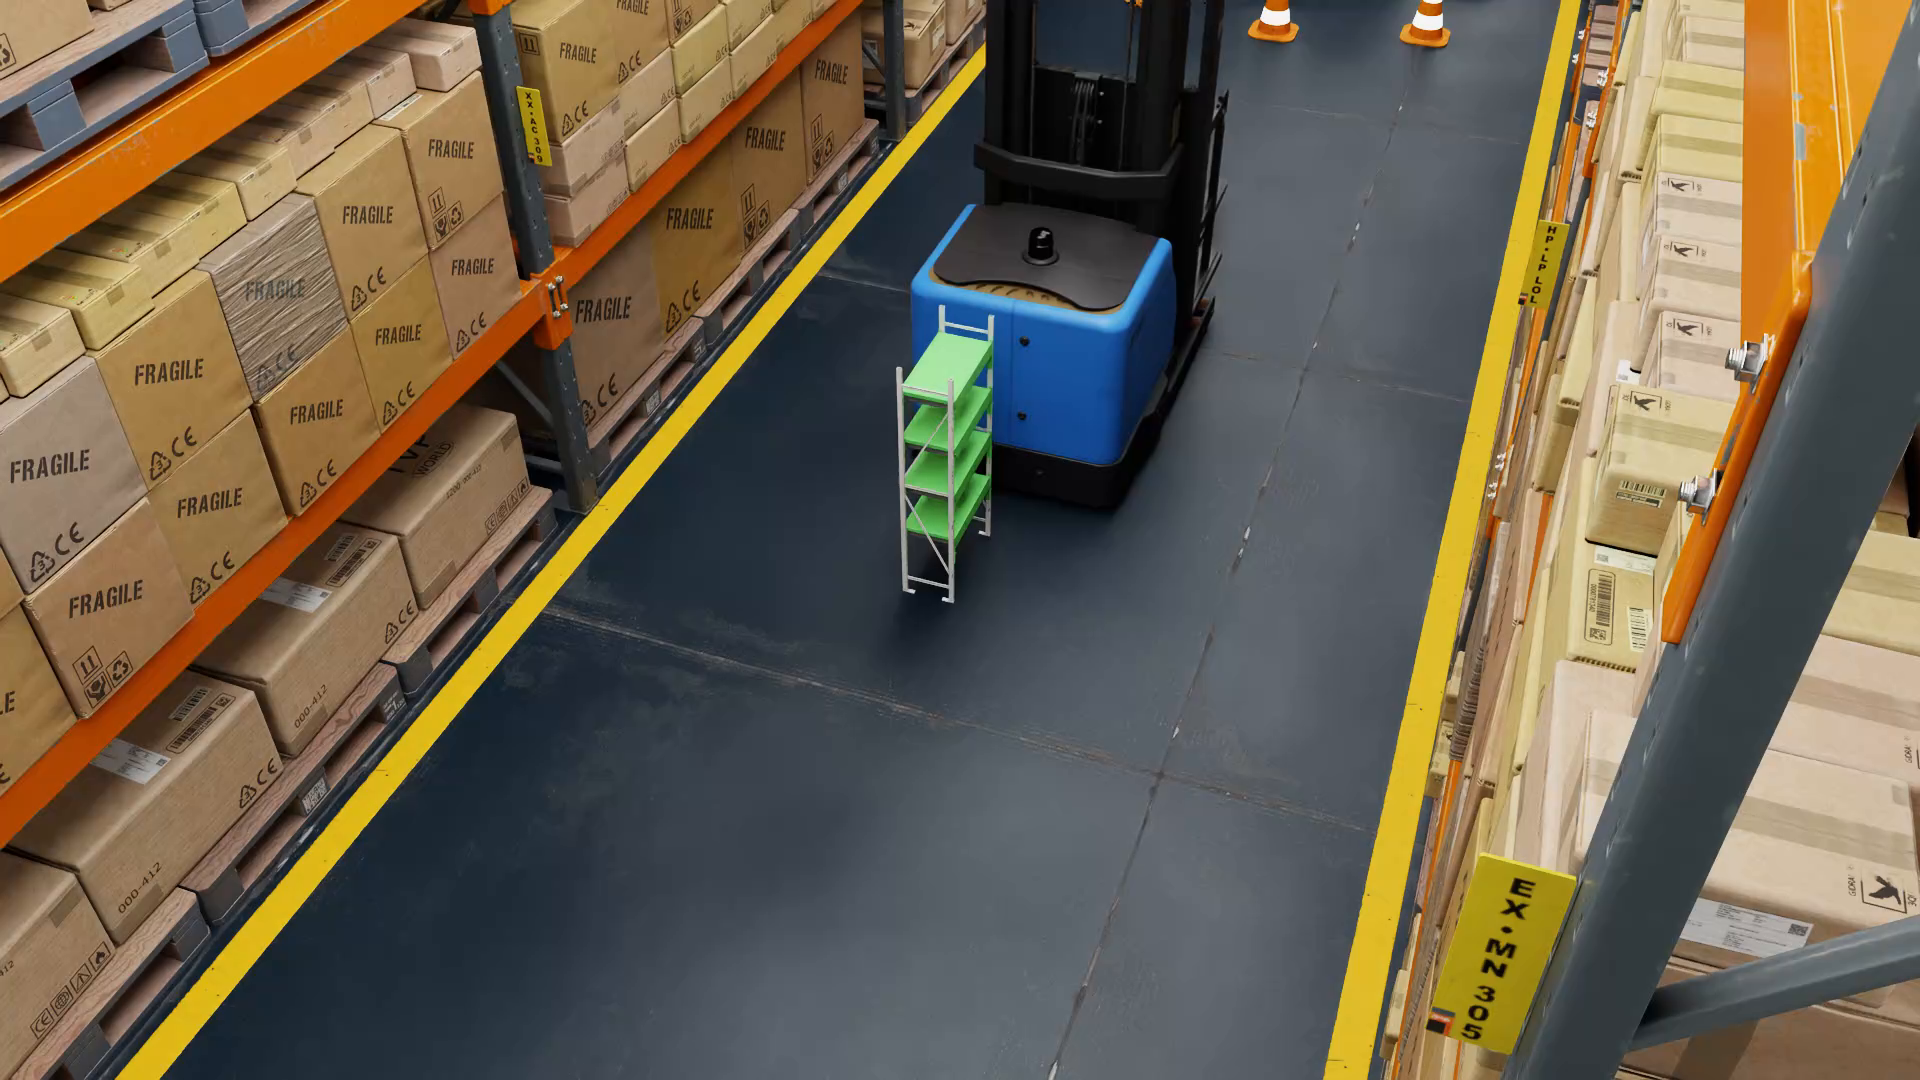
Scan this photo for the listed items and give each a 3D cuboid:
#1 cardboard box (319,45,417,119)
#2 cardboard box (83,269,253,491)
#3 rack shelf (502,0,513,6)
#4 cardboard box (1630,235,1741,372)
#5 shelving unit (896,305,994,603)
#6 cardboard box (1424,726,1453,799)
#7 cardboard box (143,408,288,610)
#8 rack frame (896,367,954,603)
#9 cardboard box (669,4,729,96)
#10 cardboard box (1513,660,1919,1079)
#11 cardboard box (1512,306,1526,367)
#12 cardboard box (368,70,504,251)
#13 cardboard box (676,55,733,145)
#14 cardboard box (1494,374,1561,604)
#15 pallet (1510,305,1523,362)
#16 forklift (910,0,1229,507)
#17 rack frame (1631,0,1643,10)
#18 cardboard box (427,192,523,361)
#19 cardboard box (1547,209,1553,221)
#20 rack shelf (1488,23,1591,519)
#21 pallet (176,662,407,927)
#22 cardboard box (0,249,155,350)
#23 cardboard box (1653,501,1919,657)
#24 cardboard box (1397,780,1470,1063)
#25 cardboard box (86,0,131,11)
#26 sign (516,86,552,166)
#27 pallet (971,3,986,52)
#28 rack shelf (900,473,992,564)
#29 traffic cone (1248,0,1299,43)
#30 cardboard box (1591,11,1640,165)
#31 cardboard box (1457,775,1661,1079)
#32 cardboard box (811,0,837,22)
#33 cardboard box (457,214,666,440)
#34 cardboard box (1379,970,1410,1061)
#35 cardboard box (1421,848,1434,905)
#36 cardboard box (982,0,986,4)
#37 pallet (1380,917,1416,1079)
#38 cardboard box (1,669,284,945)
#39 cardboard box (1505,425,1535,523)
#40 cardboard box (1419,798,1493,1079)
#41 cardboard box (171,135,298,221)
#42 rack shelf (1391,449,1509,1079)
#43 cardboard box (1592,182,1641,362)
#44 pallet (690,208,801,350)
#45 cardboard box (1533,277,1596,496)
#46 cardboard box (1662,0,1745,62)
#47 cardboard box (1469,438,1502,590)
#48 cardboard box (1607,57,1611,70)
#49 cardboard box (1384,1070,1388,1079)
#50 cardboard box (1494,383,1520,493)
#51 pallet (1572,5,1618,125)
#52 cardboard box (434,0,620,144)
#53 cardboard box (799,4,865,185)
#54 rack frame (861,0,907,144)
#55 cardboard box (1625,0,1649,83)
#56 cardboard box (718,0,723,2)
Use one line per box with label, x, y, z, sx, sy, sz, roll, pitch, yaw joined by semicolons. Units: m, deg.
cardboard box;-2.204;-1.667;5.999;0.380;0.149;0.250;14;43;16
cardboard box;-2.633;-0.542;5.181;0.500;0.500;0.500;13;42;15
rack shelf;-1.522;-3.484;7.720;1.077;0.370;4.000;13;42;15
cardboard box;1.418;-0.388;2.960;0.380;0.149;0.250;14;42;16
shelving unit;-0.057;-0.355;7.196;0.258;1.200;0.503;13;42;15
cardboard box;1.963;0.878;6.237;0.380;0.149;0.250;14;43;16
cardboard box;-2.647;-0.155;5.497;0.500;0.500;0.500;15;43;17
rack frame;-0.140;-0.207;7.021;0.240;1.200;0.015;13;42;15
cardboard box;-1.441;-2.362;7.892;0.500;0.250;0.500;14;42;16
cardboard box;1.031;0.468;2.263;0.500;0.250;0.500;12;42;14
cardboard box;3.027;-1.012;8.181;0.500;0.500;0.500;12;42;14
cardboard box;-2.108;-1.466;6.264;0.500;0.500;0.500;13;42;15
cardboard box;-1.442;-2.175;8.057;0.500;0.250;0.500;13;42;15
cardboard box;1.733;-0.050;4.375;0.500;0.500;0.500;14;42;16
pallet;3.579;-1.263;9.021;1.003;0.211;1.213;13;42;15
forklift;0.746;-2.235;8.065;1.130;2.935;3.031;13;42;15
rack frame;2.480;-2.642;3.867;1.000;3.000;0.127;13;42;15
cardboard box;-2.124;-1.096;6.600;0.500;0.500;0.500;14;42;15
cardboard box;3.030;-1.319;7.963;0.500;0.250;0.500;14;42;15
rack shelf;3.164;-1.306;7.478;1.077;0.370;4.000;13;42;15
pallet;-2.955;0.857;6.537;1.003;0.211;1.213;13;42;15
cardboard box;-2.622;-0.714;4.882;0.380;0.149;0.250;12;42;14
cardboard box;1.213;0.100;2.387;0.380;0.149;0.250;12;42;14
cardboard box;1.369;0.973;3.946;0.500;0.500;0.500;13;42;15
cardboard box;-2.637;-1.946;4.882;0.797;0.503;0.637;16;43;18
sign;-1.684;-1.634;6.580;0.100;0.325;0.005;13;42;15
pallet;-0.151;-3.994;12.222;1.003;0.211;1.213;13;42;15
rack shelf;-0.057;-0.124;7.393;0.258;0.148;0.480;13;42;15
traffic cone;2.262;-3.845;11.854;0.336;0.463;0.334;13;42;15
cardboard box;2.074;-1.220;4.627;0.500;0.250;0.500;15;43;17
cardboard box;1.019;0.659;2.424;0.500;0.250;0.500;12;42;14
cardboard box;-0.927;-3.099;9.140;0.500;0.250;0.500;14;42;16
cardboard box;-2.069;-1.144;8.047;0.875;0.875;0.875;15;43;16
cardboard box;1.539;1.544;5.227;0.380;0.149;0.250;14;42;16
cardboard box;1.746;1.124;5.490;0.380;0.149;0.250;14;42;16
cardboard box;-0.126;-4.252;12.078;0.950;0.372;0.625;15;43;17
pallet;1.868;1.865;5.355;1.003;0.211;1.213;13;42;15
cardboard box;-3.137;0.873;6.020;0.875;0.438;0.875;14;43;16
cardboard box;1.912;0.038;5.041;0.500;0.500;0.500;13;42;15
cardboard box;1.208;0.905;3.256;0.500;0.500;0.500;12;42;14
cardboard box;-2.420;-1.198;5.450;0.380;0.149;0.250;13;42;15
rack shelf;1.796;1.133;4.618;1.077;0.370;4.000;13;42;15
cardboard box;1.566;-0.461;3.352;0.500;0.250;0.500;12;42;13
pallet;-1.597;-1.570;9.381;1.003;0.211;1.213;13;42;15
cardboard box;1.532;-0.282;3.527;0.500;0.250;0.500;15;43;17
cardboard box;1.864;-1.190;3.899;0.380;0.149;0.250;12;42;14
cardboard box;2.497;-0.076;7.084;0.500;0.500;0.500;13;42;14
cardboard box;3.322;-2.308;7.967;0.380;0.149;0.250;15;43;17
cardboard box;1.473;1.830;5.120;0.380;0.149;0.250;14;42;16
cardboard box;2.497;-0.365;6.844;0.500;0.250;0.500;12;42;14
pallet;3.704;-2.268;8.199;1.213;0.211;1.003;13;42;15
cardboard box;-1.785;-2.020;6.913;0.500;0.500;0.500;14;42;16
cardboard box;-1.152;-2.785;9.971;0.875;0.875;0.875;13;42;15
rack frame;-0.838;-3.837;9.890;1.000;3.000;0.127;13;42;15
cardboard box;2.090;-1.394;4.446;0.500;0.250;0.500;15;43;16
cardboard box;-1.293;-2.959;8.013;0.500;0.500;0.500;13;42;14
